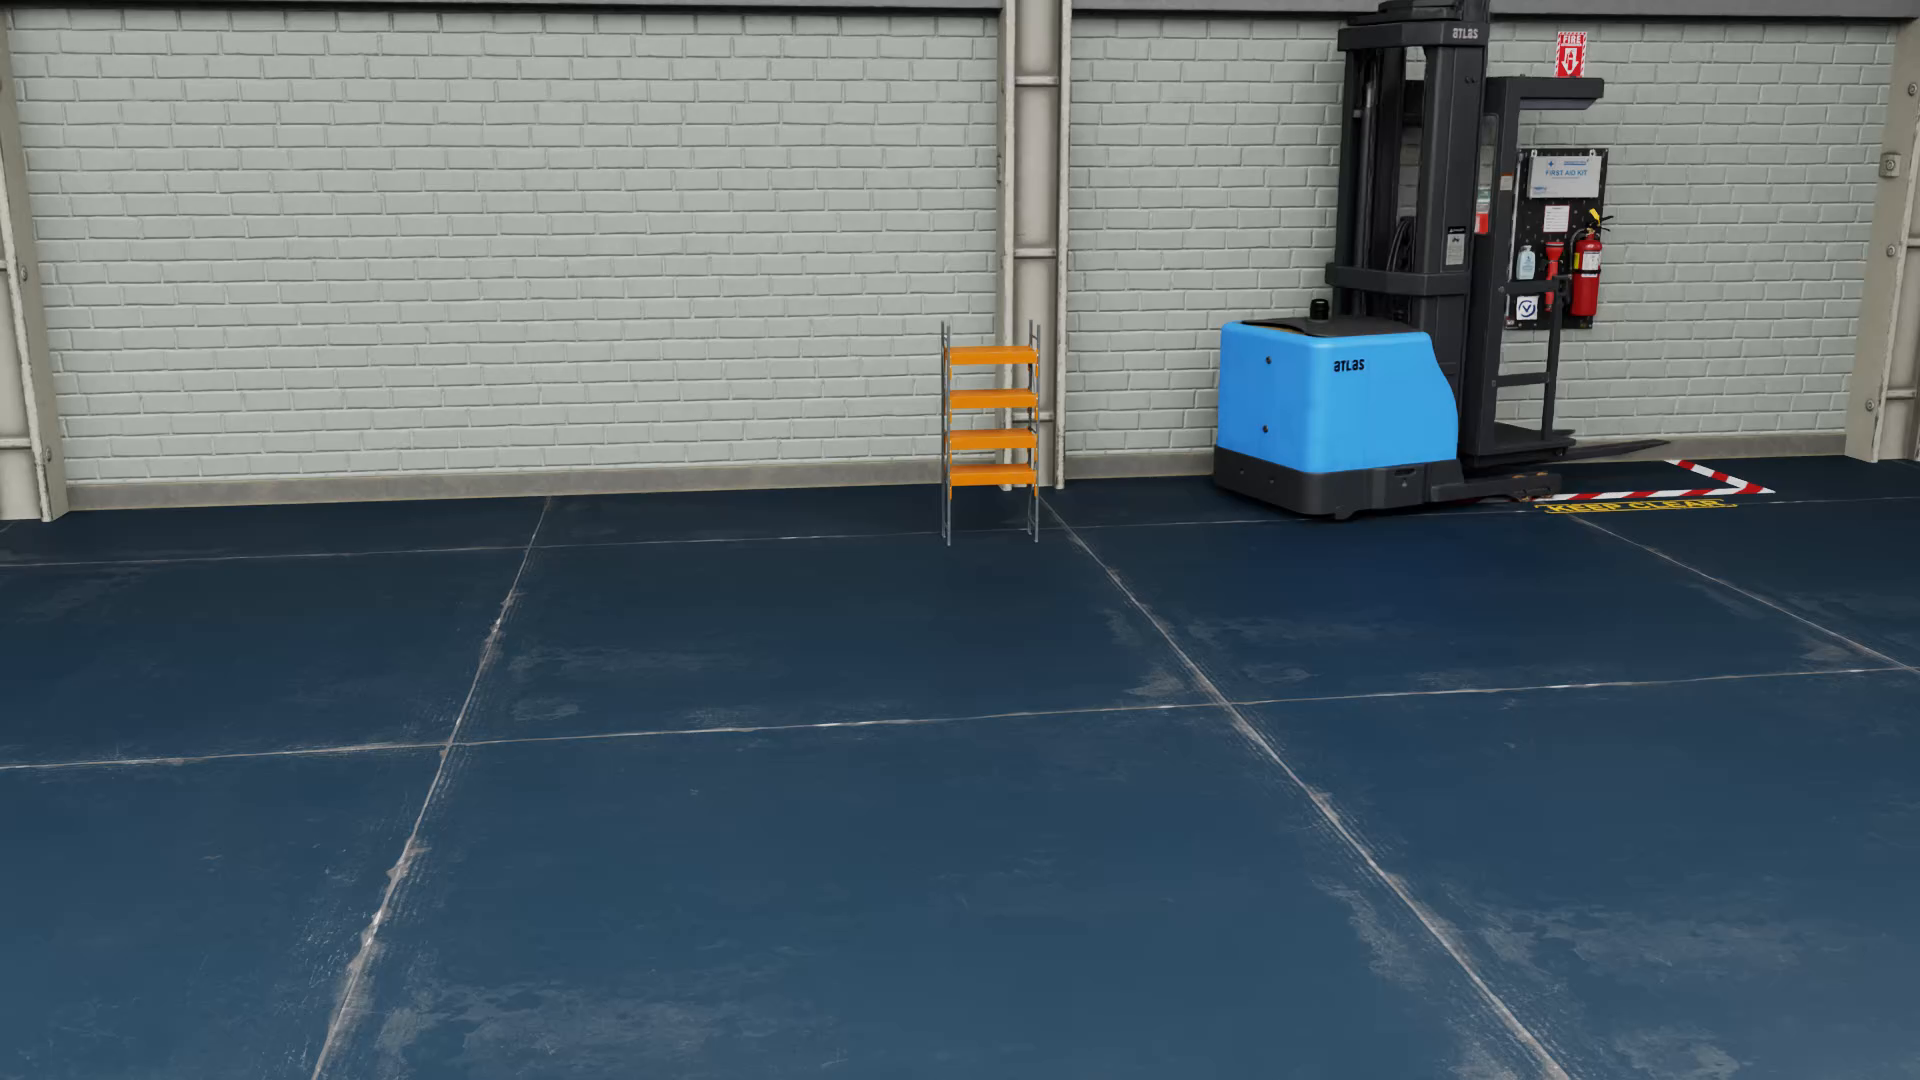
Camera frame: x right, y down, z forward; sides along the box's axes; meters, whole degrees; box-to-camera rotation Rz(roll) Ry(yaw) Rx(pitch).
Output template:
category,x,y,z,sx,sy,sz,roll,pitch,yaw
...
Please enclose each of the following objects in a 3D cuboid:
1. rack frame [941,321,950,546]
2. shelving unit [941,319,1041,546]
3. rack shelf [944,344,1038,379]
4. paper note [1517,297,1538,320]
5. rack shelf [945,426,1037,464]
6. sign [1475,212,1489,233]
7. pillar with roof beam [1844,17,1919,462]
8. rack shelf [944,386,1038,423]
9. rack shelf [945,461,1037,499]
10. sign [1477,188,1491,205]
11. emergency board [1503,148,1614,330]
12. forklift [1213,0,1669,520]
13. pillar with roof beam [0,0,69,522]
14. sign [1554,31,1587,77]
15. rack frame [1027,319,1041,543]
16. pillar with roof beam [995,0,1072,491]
category,x,y,z,sx,sy,sz,roll,pitch,yaw
rack frame,-0.078,-0.579,9.065,0.015,1.200,0.240,-2,14,-8
shelving unit,0.164,-0.588,9.100,0.503,1.200,0.258,-2,14,-8
rack shelf,0.164,-0.969,9.004,0.480,0.148,0.258,-2,14,-8
paper note,3.741,-1.530,10.966,0.142,0.148,0.016,-2,14,-8
rack shelf,0.164,-0.523,9.116,0.480,0.148,0.258,-2,14,-8
sign,3.365,-1.969,10.833,0.234,0.329,0.001,-2,14,-8
pillar with roof beam,7.017,-3.902,6.280,0.400,9.000,9.100,-2,14,-8
rack shelf,0.164,-0.740,9.062,0.480,0.148,0.258,-2,14,-8
rack shelf,0.164,-0.330,9.164,0.480,0.148,0.258,-2,14,-8
sign,3.370,-2.224,10.761,0.331,0.109,0.001,-2,14,-8
emergency board,3.927,-1.947,10.818,0.643,1.169,0.194,-2,14,-8
forklift,3.127,-1.760,10.213,3.031,2.935,1.130,-7,16,-25
pillar with roof beam,-4.849,-3.467,4.546,0.400,9.000,9.100,-2,14,-8
sign,3.904,-3.095,10.631,0.199,0.298,0.001,-2,14,-8
rack frame,0.405,-0.597,9.135,0.015,1.200,0.240,-2,14,-8
pillar with roof beam,1.084,-3.684,5.413,0.400,9.000,9.100,-2,14,-8
